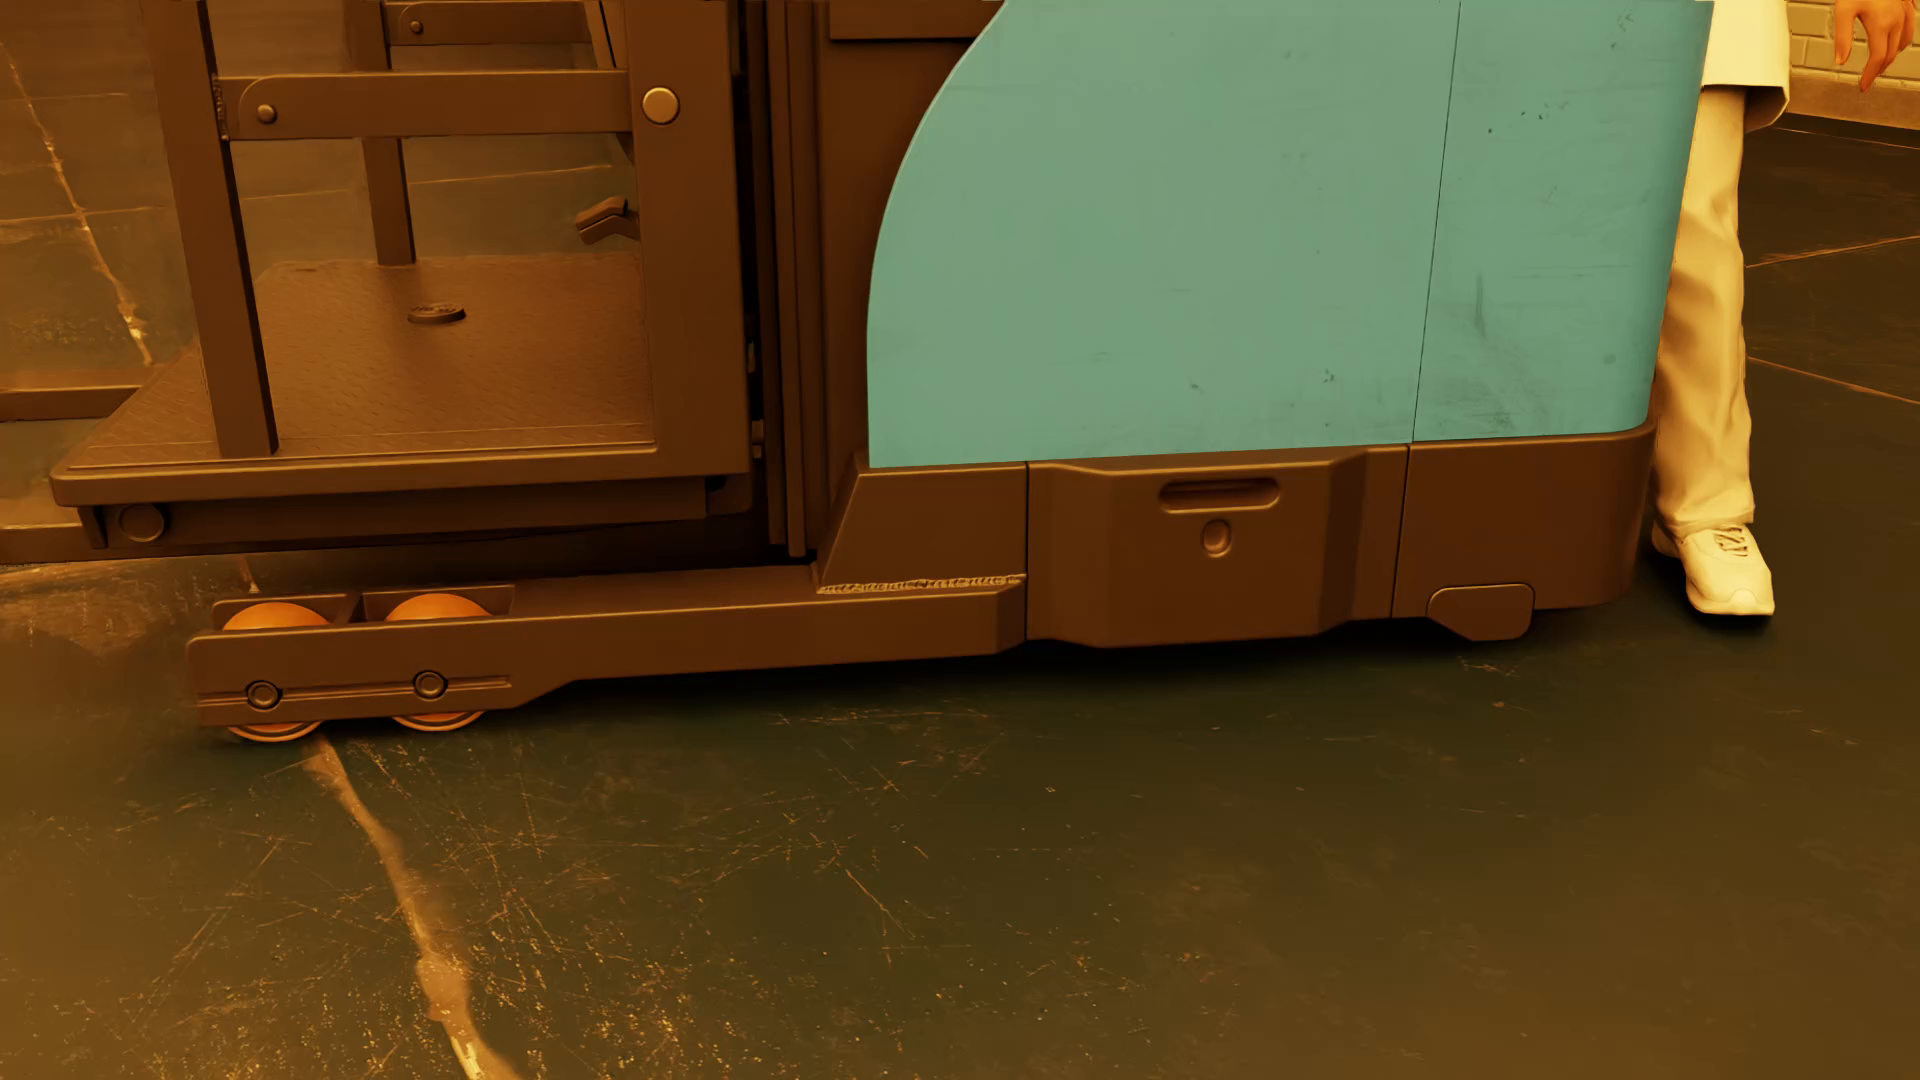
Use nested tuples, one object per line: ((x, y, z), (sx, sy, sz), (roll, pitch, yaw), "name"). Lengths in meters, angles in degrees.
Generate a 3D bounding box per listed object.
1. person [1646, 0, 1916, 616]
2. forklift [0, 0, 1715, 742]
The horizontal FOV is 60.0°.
((0.997, -0.842, 2.410), (0.452, 1.749, 0.917), (-13, 26, -30), "person")
((-0.629, -1.323, 1.998), (3.031, 2.935, 1.130), (-3, 22, -7), "forklift")
